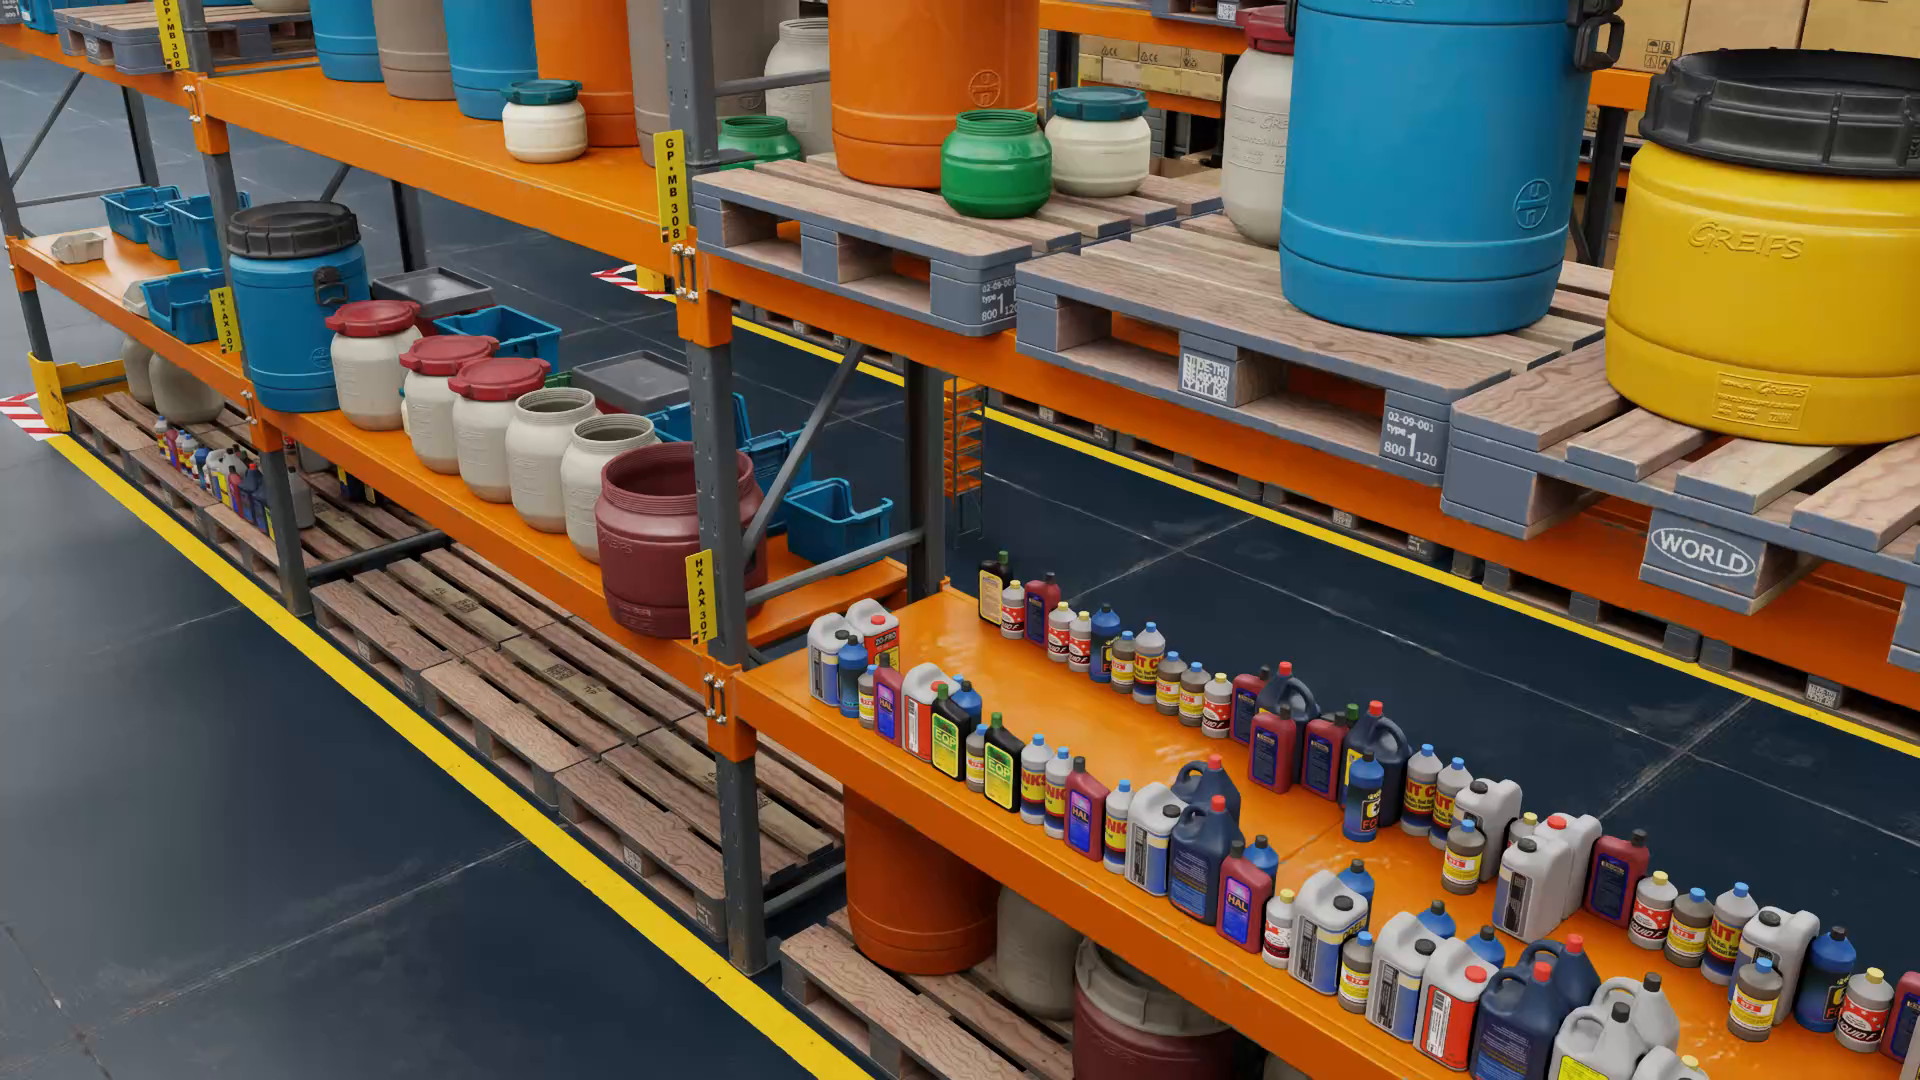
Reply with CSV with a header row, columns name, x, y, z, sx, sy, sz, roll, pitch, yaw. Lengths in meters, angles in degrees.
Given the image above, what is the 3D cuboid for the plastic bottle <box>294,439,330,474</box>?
name,x,y,z,sx,sy,sz,roll,pitch,yaw
plastic bottle,-3.954,-0.564,10.124,0.152,0.276,0.135,-21,32,-38

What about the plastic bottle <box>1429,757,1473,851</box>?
name,x,y,z,sx,sy,sz,roll,pitch,yaw
plastic bottle,1.385,0.736,4.678,0.097,0.271,0.097,0,25,0

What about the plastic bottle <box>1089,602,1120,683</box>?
name,x,y,z,sx,sy,sz,roll,pitch,yaw
plastic bottle,0.484,0.337,5.553,0.097,0.271,0.097,0,25,0

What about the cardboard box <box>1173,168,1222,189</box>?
name,x,y,z,sx,sy,sz,roll,pitch,yaw
cardboard box,1.639,-2.005,10.411,0.500,0.500,0.500,-21,32,-38

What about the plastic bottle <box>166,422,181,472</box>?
name,x,y,z,sx,sy,sz,roll,pitch,yaw
plastic bottle,-4.775,-0.569,10.126,0.061,0.283,0.133,-21,32,-38

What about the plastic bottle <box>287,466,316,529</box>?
name,x,y,z,sx,sy,sz,roll,pitch,yaw
plastic bottle,-3.740,-0.254,9.353,0.144,0.351,0.185,-21,32,-38

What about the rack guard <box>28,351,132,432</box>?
name,x,y,z,sx,sy,sz,roll,pitch,yaw
rack guard,-5.842,-1.169,11.711,1.175,0.500,0.348,-21,32,-38

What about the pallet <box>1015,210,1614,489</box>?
name,x,y,z,sx,sy,sz,roll,pitch,yaw
pallet,0.889,-0.512,3.872,1.003,0.211,1.213,-21,32,-38

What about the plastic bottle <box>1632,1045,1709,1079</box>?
name,x,y,z,sx,sy,sz,roll,pitch,yaw
plastic bottle,1.518,1.237,3.573,0.152,0.276,0.135,-21,32,-38

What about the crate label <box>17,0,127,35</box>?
name,x,y,z,sx,sy,sz,roll,pitch,yaw
crate label,-4.890,-2.952,9.173,0.502,0.251,0.408,-21,32,-38

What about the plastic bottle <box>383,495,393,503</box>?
name,x,y,z,sx,sy,sz,roll,pitch,yaw
plastic bottle,-3.333,-0.376,9.713,0.152,0.276,0.135,-20,31,-37

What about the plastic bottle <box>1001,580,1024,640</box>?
name,x,y,z,sx,sy,sz,roll,pitch,yaw
plastic bottle,0.193,0.240,5.850,0.097,0.201,0.097,0,25,0

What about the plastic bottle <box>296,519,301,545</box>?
name,x,y,z,sx,sy,sz,roll,pitch,yaw
plastic bottle,-3.670,-0.053,9.093,0.097,0.201,0.097,0,25,0

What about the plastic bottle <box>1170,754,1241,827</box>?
name,x,y,z,sx,sy,sz,roll,pitch,yaw
plastic bottle,0.672,0.738,4.577,0.144,0.351,0.185,-21,32,-38

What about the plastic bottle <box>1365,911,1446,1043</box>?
name,x,y,z,sx,sy,sz,roll,pitch,yaw
plastic bottle,1.082,1.044,3.997,0.152,0.276,0.135,-21,32,-38

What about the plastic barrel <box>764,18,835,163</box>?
name,x,y,z,sx,sy,sz,roll,pitch,yaw
plastic barrel,-0.449,-1.489,5.651,0.421,0.512,0.421,0,25,0

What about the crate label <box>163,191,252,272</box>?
name,x,y,z,sx,sy,sz,roll,pitch,yaw
crate label,-4.473,-1.851,10.152,0.502,0.435,0.616,-21,32,-38

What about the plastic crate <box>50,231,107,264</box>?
name,x,y,z,sx,sy,sz,roll,pitch,yaw
plastic crate,-5.552,-1.834,10.474,0.298,0.136,0.250,-21,32,-38

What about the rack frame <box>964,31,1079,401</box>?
name,x,y,z,sx,sy,sz,roll,pitch,yaw
rack frame,0.424,-2.508,11.635,1.000,3.000,0.127,-21,32,-38

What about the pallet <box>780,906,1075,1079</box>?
name,x,y,z,sx,sy,sz,roll,pitch,yaw
pallet,0.109,1.603,5.981,1.003,0.211,1.213,-21,32,-38

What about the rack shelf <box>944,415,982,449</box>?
name,x,y,z,sx,sy,sz,roll,pitch,yaw
rack shelf,-0.010,-0.619,9.479,0.258,0.103,0.180,-21,32,-38

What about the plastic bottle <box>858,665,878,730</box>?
name,x,y,z,sx,sy,sz,roll,pitch,yaw
plastic bottle,-0.275,0.493,5.295,0.097,0.201,0.097,0,25,0

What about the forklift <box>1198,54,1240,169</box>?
name,x,y,z,sx,sy,sz,roll,pitch,yaw
forklift,2.814,-3.013,12.823,3.031,2.935,1.130,22,32,39

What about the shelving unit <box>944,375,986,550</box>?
name,x,y,z,sx,sy,sz,roll,pitch,yaw
shelving unit,-0.010,-0.550,9.511,0.258,1.200,0.189,-21,32,-38

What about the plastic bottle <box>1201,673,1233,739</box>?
name,x,y,z,sx,sy,sz,roll,pitch,yaw
plastic bottle,0.816,0.516,5.244,0.097,0.201,0.097,0,25,0

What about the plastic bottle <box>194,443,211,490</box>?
name,x,y,z,sx,sy,sz,roll,pitch,yaw
plastic bottle,-4.476,-0.442,9.862,0.097,0.271,0.097,0,25,0

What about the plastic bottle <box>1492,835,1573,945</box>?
name,x,y,z,sx,sy,sz,roll,pitch,yaw
plastic bottle,1.491,0.890,4.334,0.152,0.276,0.135,-21,32,-38

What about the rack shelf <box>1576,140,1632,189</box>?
name,x,y,z,sx,sy,sz,roll,pitch,yaw
rack shelf,5.404,-2.982,13.539,1.077,0.370,4.000,-21,32,-38

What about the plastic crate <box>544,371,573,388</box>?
name,x,y,z,sx,sy,sz,roll,pitch,yaw
plastic crate,-1.798,-0.560,7.620,0.450,0.188,0.662,-21,32,-38

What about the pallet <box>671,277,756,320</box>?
name,x,y,z,sx,sy,sz,roll,pitch,yaw
pallet,-1.757,-2.232,14.388,1.003,0.211,1.213,-21,32,-38

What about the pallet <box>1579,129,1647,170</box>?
name,x,y,z,sx,sy,sz,roll,pitch,yaw
pallet,5.388,-3.204,13.390,1.003,0.211,1.213,-21,32,-38

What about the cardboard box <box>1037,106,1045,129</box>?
name,x,y,z,sx,sy,sz,roll,pitch,yaw
cardboard box,0.381,-2.985,11.778,0.380,0.149,0.250,-21,32,-39

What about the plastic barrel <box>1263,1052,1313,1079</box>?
name,x,y,z,sx,sy,sz,roll,pitch,yaw
plastic barrel,1.109,1.680,4.946,0.421,0.512,0.421,0,25,0

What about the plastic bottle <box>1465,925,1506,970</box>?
name,x,y,z,sx,sy,sz,roll,pitch,yaw
plastic bottle,1.252,1.046,3.999,0.097,0.271,0.097,0,25,0

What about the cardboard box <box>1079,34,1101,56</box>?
name,x,y,z,sx,sy,sz,roll,pitch,yaw
cardboard box,1.410,-5.179,16.741,0.500,0.500,0.500,-21,32,-38

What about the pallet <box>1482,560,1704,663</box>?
name,x,y,z,sx,sy,sz,roll,pitch,yaw
pallet,3.640,0.209,9.038,1.003,0.211,1.213,-21,32,-38

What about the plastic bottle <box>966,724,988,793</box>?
name,x,y,z,sx,sy,sz,roll,pitch,yaw
plastic bottle,0.066,0.644,4.963,0.097,0.201,0.097,0,25,0

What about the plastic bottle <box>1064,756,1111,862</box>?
name,x,y,z,sx,sy,sz,roll,pitch,yaw
plastic bottle,0.356,0.746,4.640,0.061,0.283,0.133,-21,32,-38

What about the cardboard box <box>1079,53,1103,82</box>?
name,x,y,z,sx,sy,sz,roll,pitch,yaw
cardboard box,1.405,-4.830,16.879,0.500,0.250,0.500,-22,33,-40

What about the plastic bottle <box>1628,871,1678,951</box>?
name,x,y,z,sx,sy,sz,roll,pitch,yaw
plastic bottle,1.793,0.949,4.296,0.097,0.201,0.097,0,25,0

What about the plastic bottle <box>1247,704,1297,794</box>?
name,x,y,z,sx,sy,sz,roll,pitch,yaw
plastic bottle,0.930,0.605,4.950,0.061,0.283,0.133,-21,32,-38

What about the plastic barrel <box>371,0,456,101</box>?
name,x,y,z,sx,sy,sz,roll,pitch,yaw
plastic barrel,-2.241,-2.407,7.193,0.600,0.901,0.600,0,25,0

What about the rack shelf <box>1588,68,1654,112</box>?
name,x,y,z,sx,sy,sz,roll,pitch,yaw
rack shelf,4.525,-1.728,7.177,1.077,0.370,4.000,-21,32,-38

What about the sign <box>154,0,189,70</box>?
name,x,y,z,sx,sy,sz,roll,pitch,yaw
sign,-3.604,-2.320,7.598,0.100,0.325,0.005,-21,32,-38

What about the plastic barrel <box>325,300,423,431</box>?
name,x,y,z,sx,sy,sz,roll,pitch,yaw
plastic barrel,-2.701,-0.814,7.757,0.433,0.535,0.433,0,25,0

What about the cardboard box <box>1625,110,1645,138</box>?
name,x,y,z,sx,sy,sz,roll,pitch,yaw
cardboard box,5.575,-3.459,13.068,0.700,0.500,0.500,-21,32,-38

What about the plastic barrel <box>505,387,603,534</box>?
name,x,y,z,sx,sy,sz,roll,pitch,yaw
plastic barrel,-1.607,-0.322,6.707,0.421,0.512,0.421,0,25,0

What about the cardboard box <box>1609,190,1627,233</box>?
name,x,y,z,sx,sy,sz,roll,pitch,yaw
cardboard box,5.542,-2.655,13.535,0.500,0.250,0.500,-21,32,-39

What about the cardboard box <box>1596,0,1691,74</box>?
name,x,y,z,sx,sy,sz,roll,pitch,yaw
cardboard box,3.481,-2.584,8.066,0.910,0.500,0.500,-21,32,-38

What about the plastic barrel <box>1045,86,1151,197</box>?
name,x,y,z,sx,sy,sz,roll,pitch,yaw
plastic barrel,0.379,-1.102,4.598,0.301,0.262,0.301,0,25,0

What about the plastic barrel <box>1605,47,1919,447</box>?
name,x,y,z,sx,sy,sz,roll,pitch,yaw
plastic barrel,1.501,-0.541,2.975,0.600,0.588,0.600,0,25,0

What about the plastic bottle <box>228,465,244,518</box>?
name,x,y,z,sx,sy,sz,roll,pitch,yaw
plastic bottle,-4.118,-0.278,9.488,0.061,0.283,0.133,-19,30,-35

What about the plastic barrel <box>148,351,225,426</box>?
name,x,y,z,sx,sy,sz,roll,pitch,yaw
plastic barrel,-5.080,-1.046,10.920,0.421,0.512,0.421,0,25,0

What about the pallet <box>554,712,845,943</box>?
name,x,y,z,sx,sy,sz,roll,pitch,yaw
pallet,-0.962,1.130,7.018,1.003,0.211,1.213,-21,32,-38

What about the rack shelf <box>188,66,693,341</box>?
name,x,y,z,sx,sy,sz,roll,pitch,yaw
rack shelf,-1.828,-1.536,6.755,1.077,0.370,4.000,-21,32,-38

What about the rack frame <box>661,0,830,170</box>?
name,x,y,z,sx,sy,sz,roll,pitch,yaw
rack frame,-0.461,-2.622,4.655,1.000,3.000,0.127,-21,32,-38

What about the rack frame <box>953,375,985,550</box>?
name,x,y,z,sx,sy,sz,roll,pitch,yaw
rack frame,0.053,-0.523,9.450,0.240,1.200,0.006,-21,32,-38

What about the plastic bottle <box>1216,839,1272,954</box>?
name,x,y,z,sx,sy,sz,roll,pitch,yaw
plastic bottle,0.732,0.913,4.275,0.061,0.283,0.133,-21,32,-38

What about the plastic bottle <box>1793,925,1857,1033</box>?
name,x,y,z,sx,sy,sz,roll,pitch,yaw
plastic bottle,2.084,1.046,3.998,0.097,0.271,0.097,0,25,0
